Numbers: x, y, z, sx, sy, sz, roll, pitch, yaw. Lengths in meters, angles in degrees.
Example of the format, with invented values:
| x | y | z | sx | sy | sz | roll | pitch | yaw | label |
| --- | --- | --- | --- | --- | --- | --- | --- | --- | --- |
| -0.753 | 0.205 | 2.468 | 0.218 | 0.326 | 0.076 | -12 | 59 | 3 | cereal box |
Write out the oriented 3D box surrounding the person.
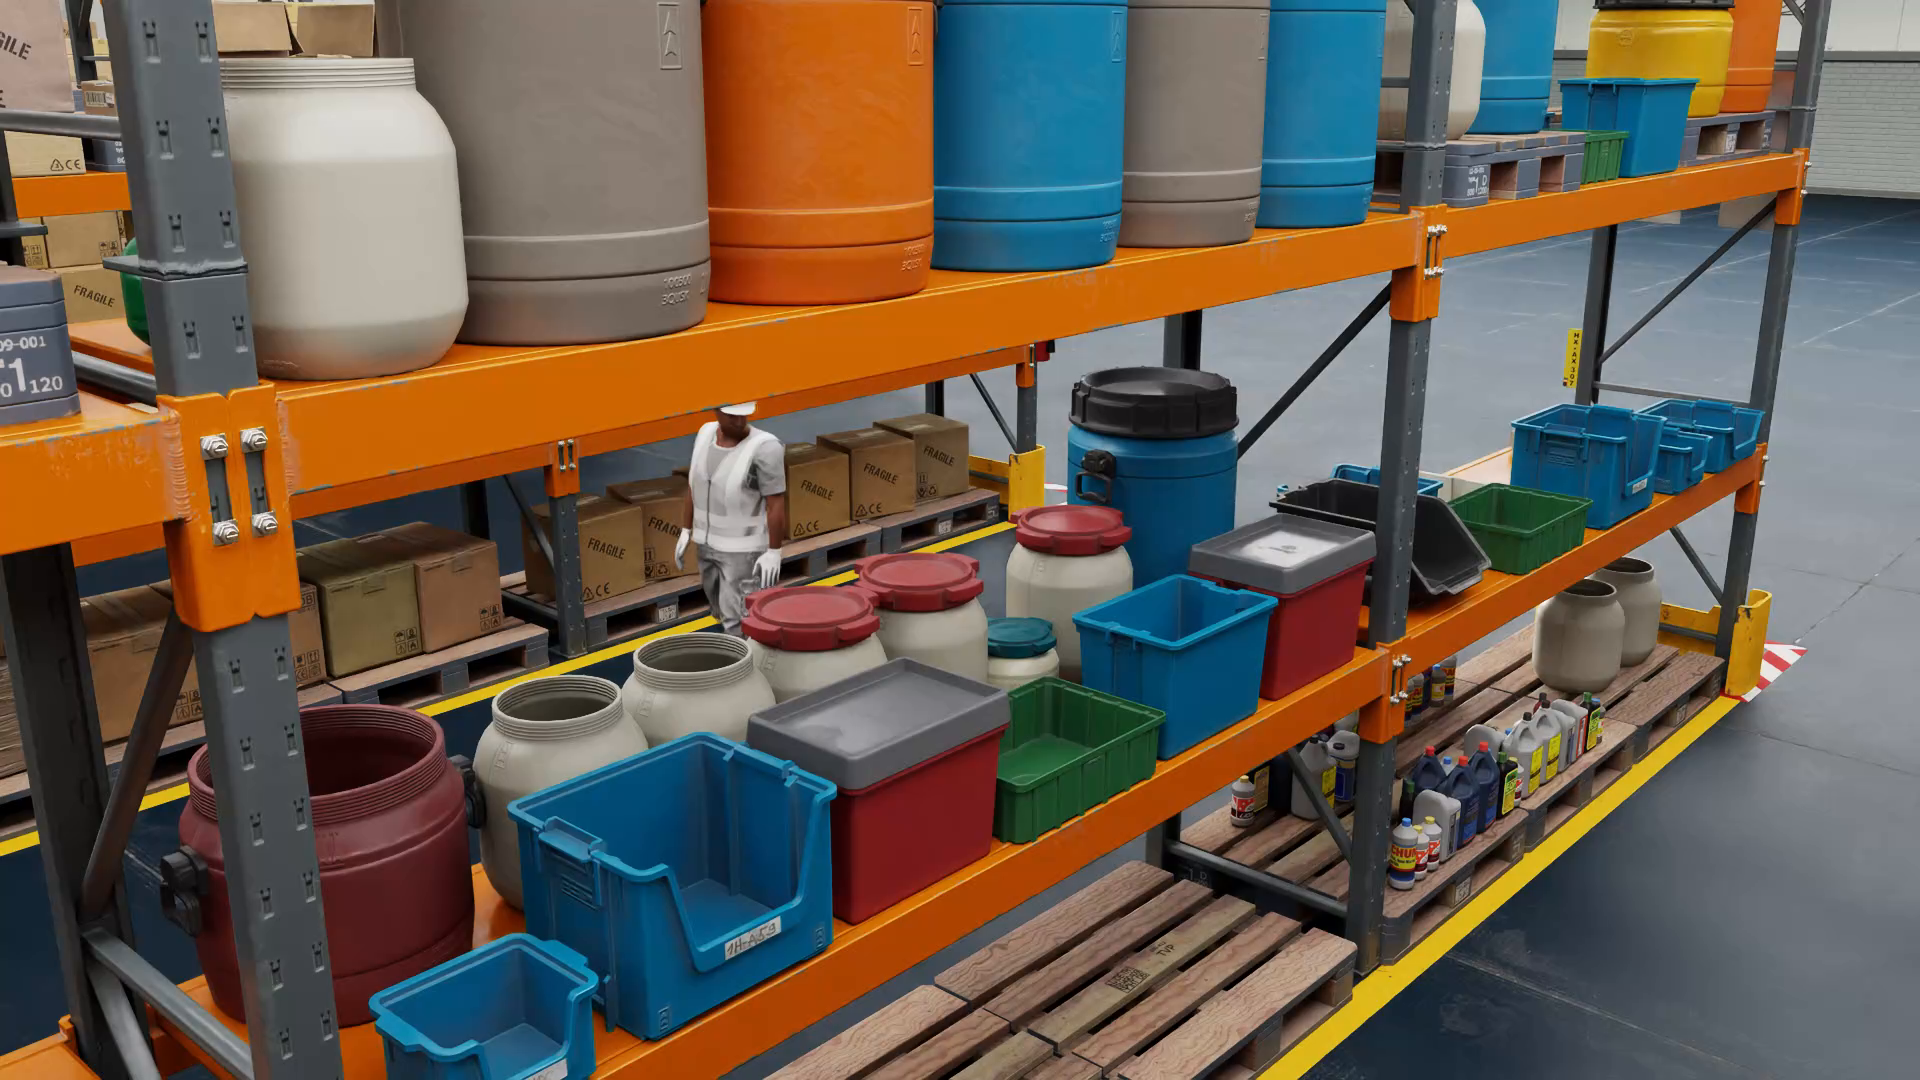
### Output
| x | y | z | sx | sy | sz | roll | pitch | yaw | label |
| --- | --- | --- | --- | --- | --- | --- | --- | --- | --- |
| -1.161 | 0.047 | 8.333 | 0.582 | 1.783 | 0.709 | 14 | 22 | 40 | person |
